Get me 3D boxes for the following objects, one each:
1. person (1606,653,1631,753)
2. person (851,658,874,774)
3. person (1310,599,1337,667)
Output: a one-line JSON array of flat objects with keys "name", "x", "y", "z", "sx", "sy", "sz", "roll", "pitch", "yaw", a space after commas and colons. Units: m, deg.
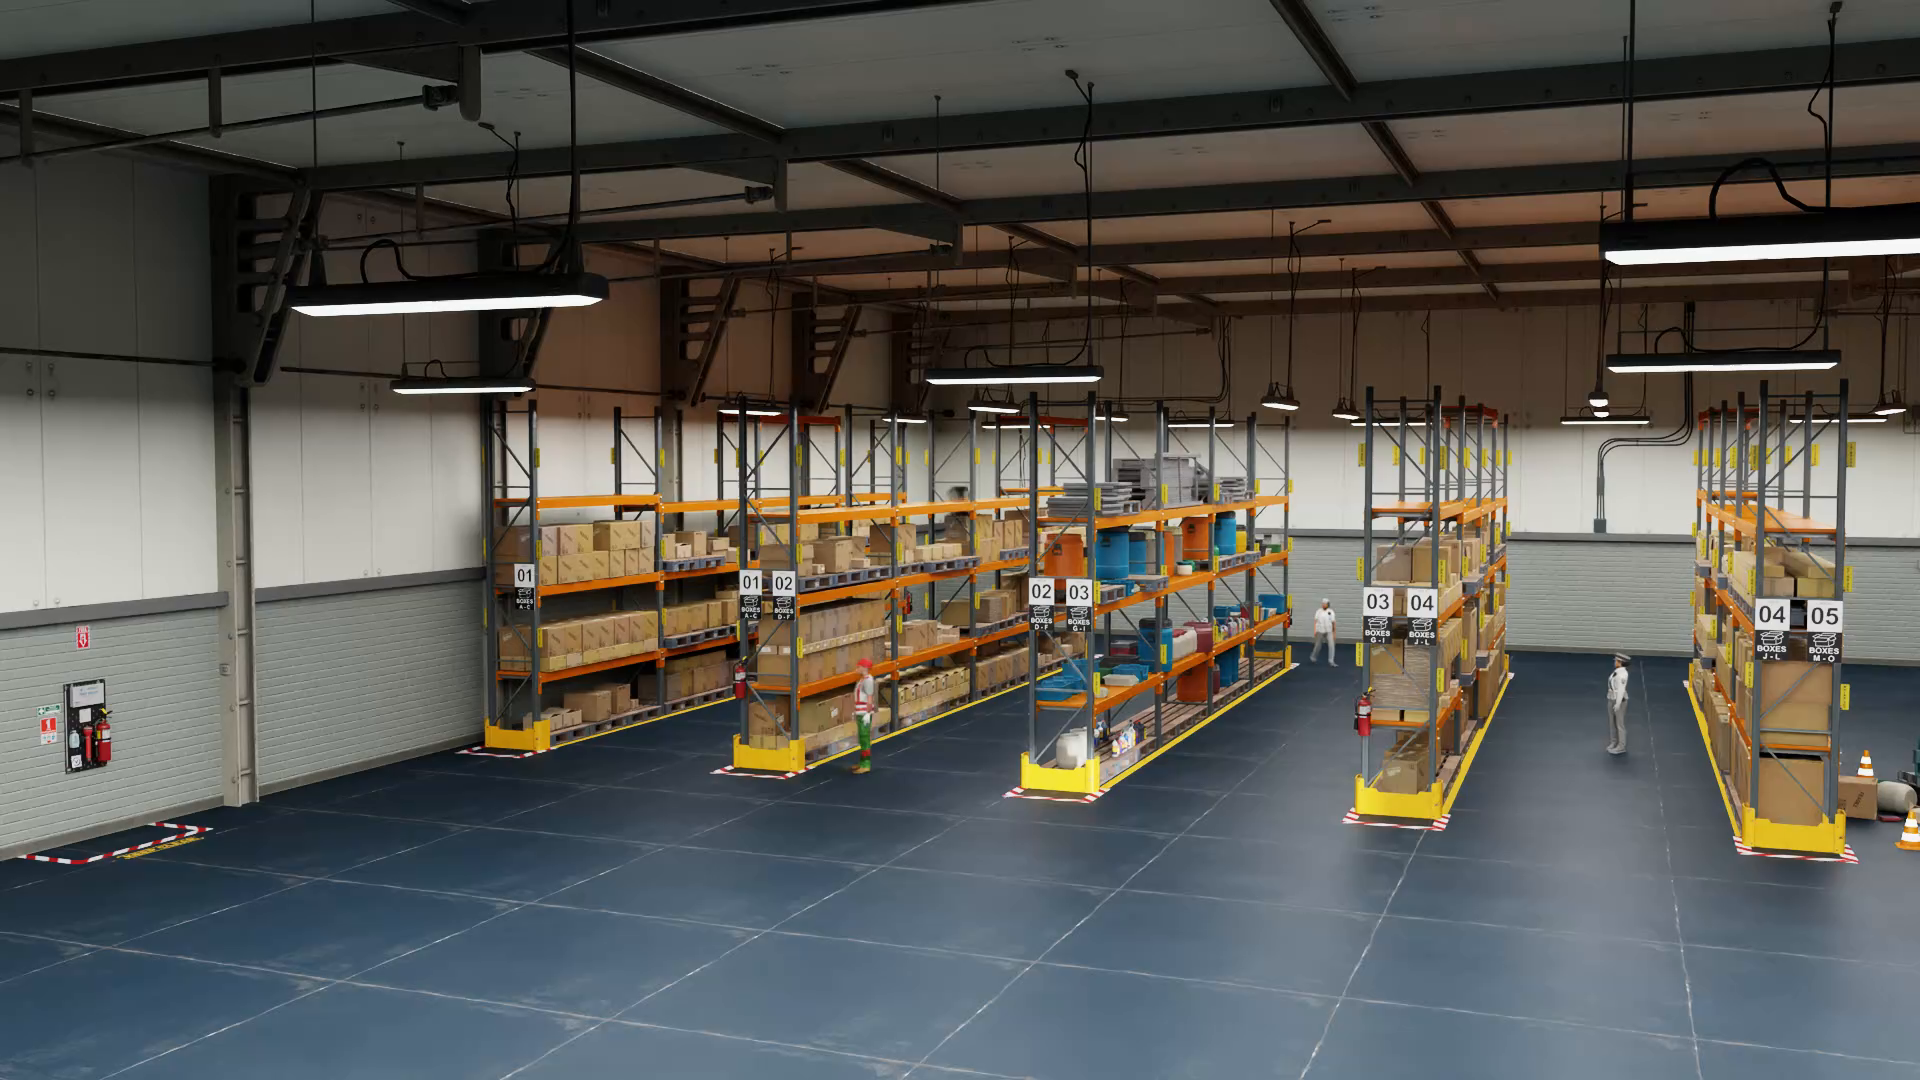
[{"name": "person", "x": 11.207, "y": 2.763, "z": 28.346, "sx": 0.410, "sy": 1.697, "sz": 0.475, "roll": 0, "pitch": 3, "yaw": -8}, {"name": "person", "x": -1.579, "y": 2.800, "z": 26.593, "sx": 0.385, "sy": 1.811, "sz": 0.589, "roll": -1, "pitch": 3, "yaw": -11}, {"name": "person", "x": 8.757, "y": 2.215, "z": 40.050, "sx": 0.570, "sy": 1.604, "sz": 0.845, "roll": 0, "pitch": 3, "yaw": -8}]
